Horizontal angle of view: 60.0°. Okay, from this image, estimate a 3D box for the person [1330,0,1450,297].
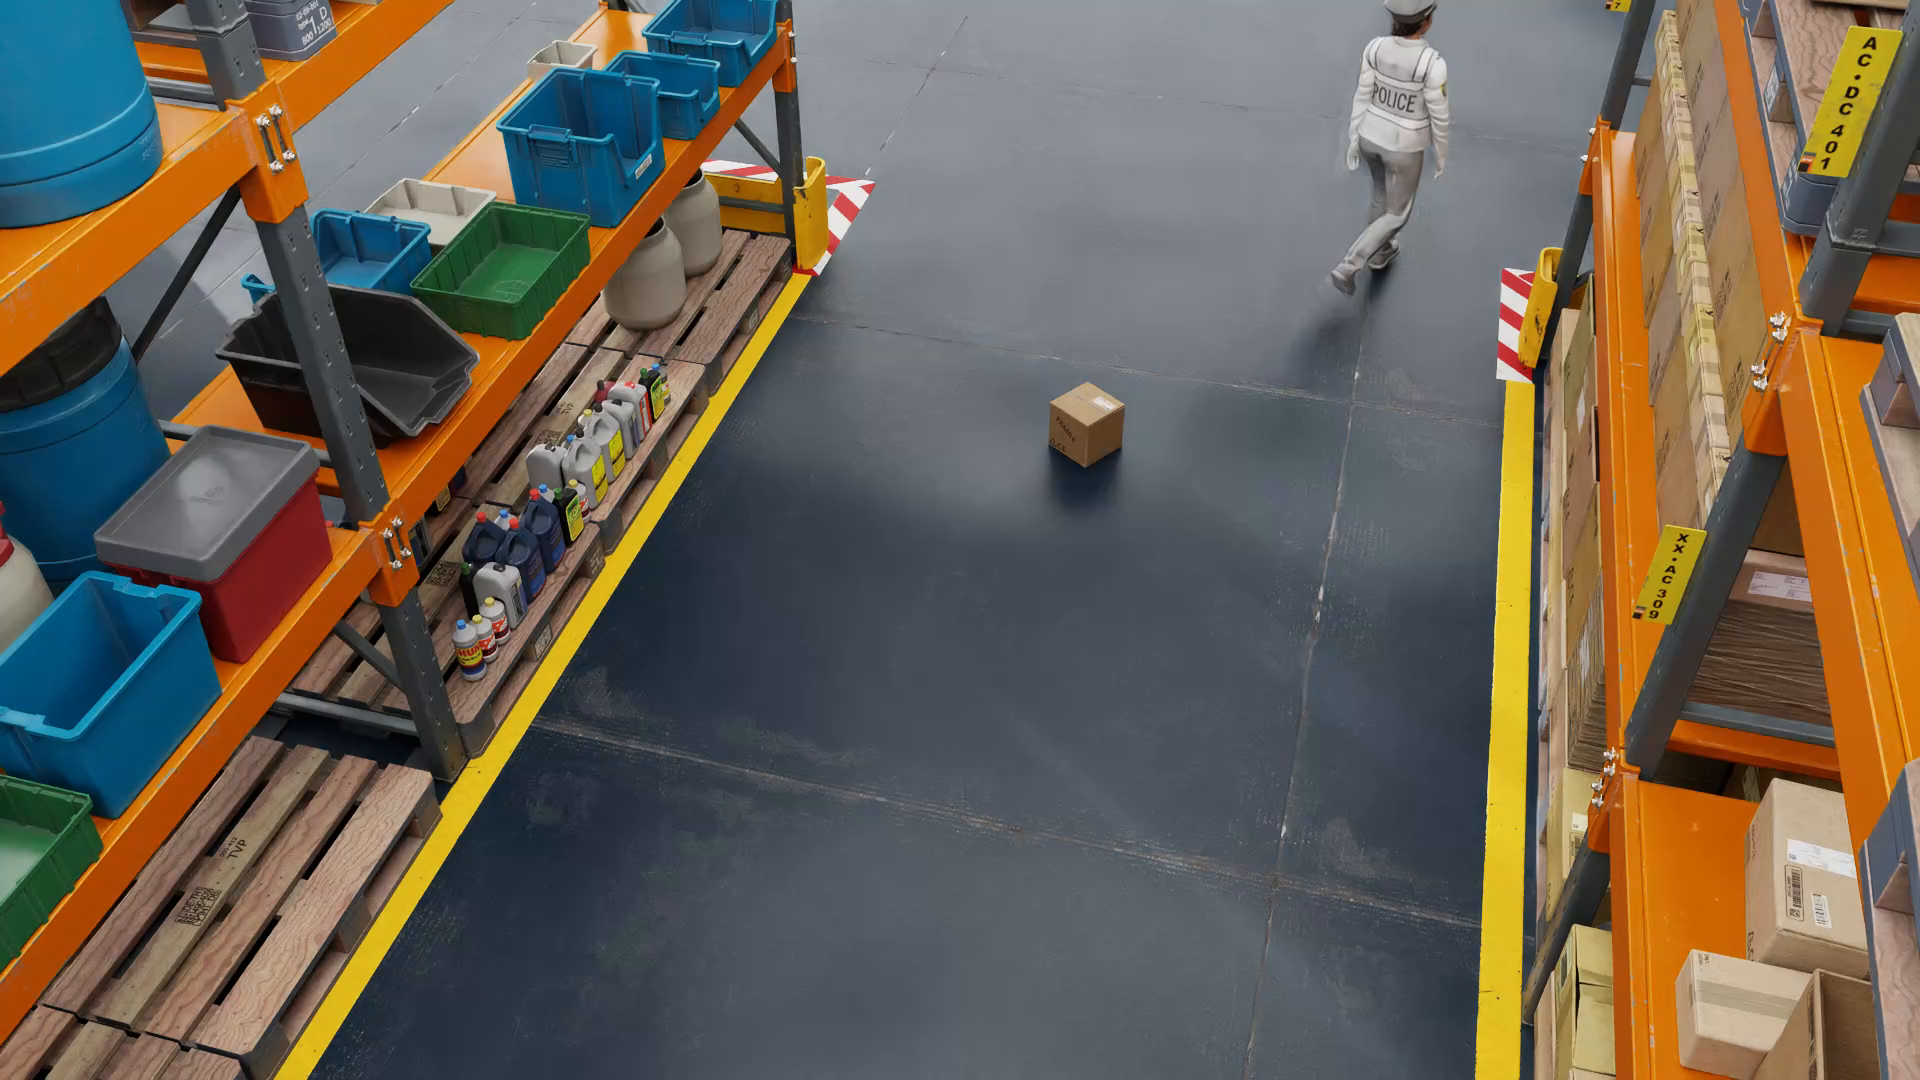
[{"bbox_3d":[2.197,-1.998,8.404,0.491,1.649,0.844,32,50,31],"label":"person"}]
